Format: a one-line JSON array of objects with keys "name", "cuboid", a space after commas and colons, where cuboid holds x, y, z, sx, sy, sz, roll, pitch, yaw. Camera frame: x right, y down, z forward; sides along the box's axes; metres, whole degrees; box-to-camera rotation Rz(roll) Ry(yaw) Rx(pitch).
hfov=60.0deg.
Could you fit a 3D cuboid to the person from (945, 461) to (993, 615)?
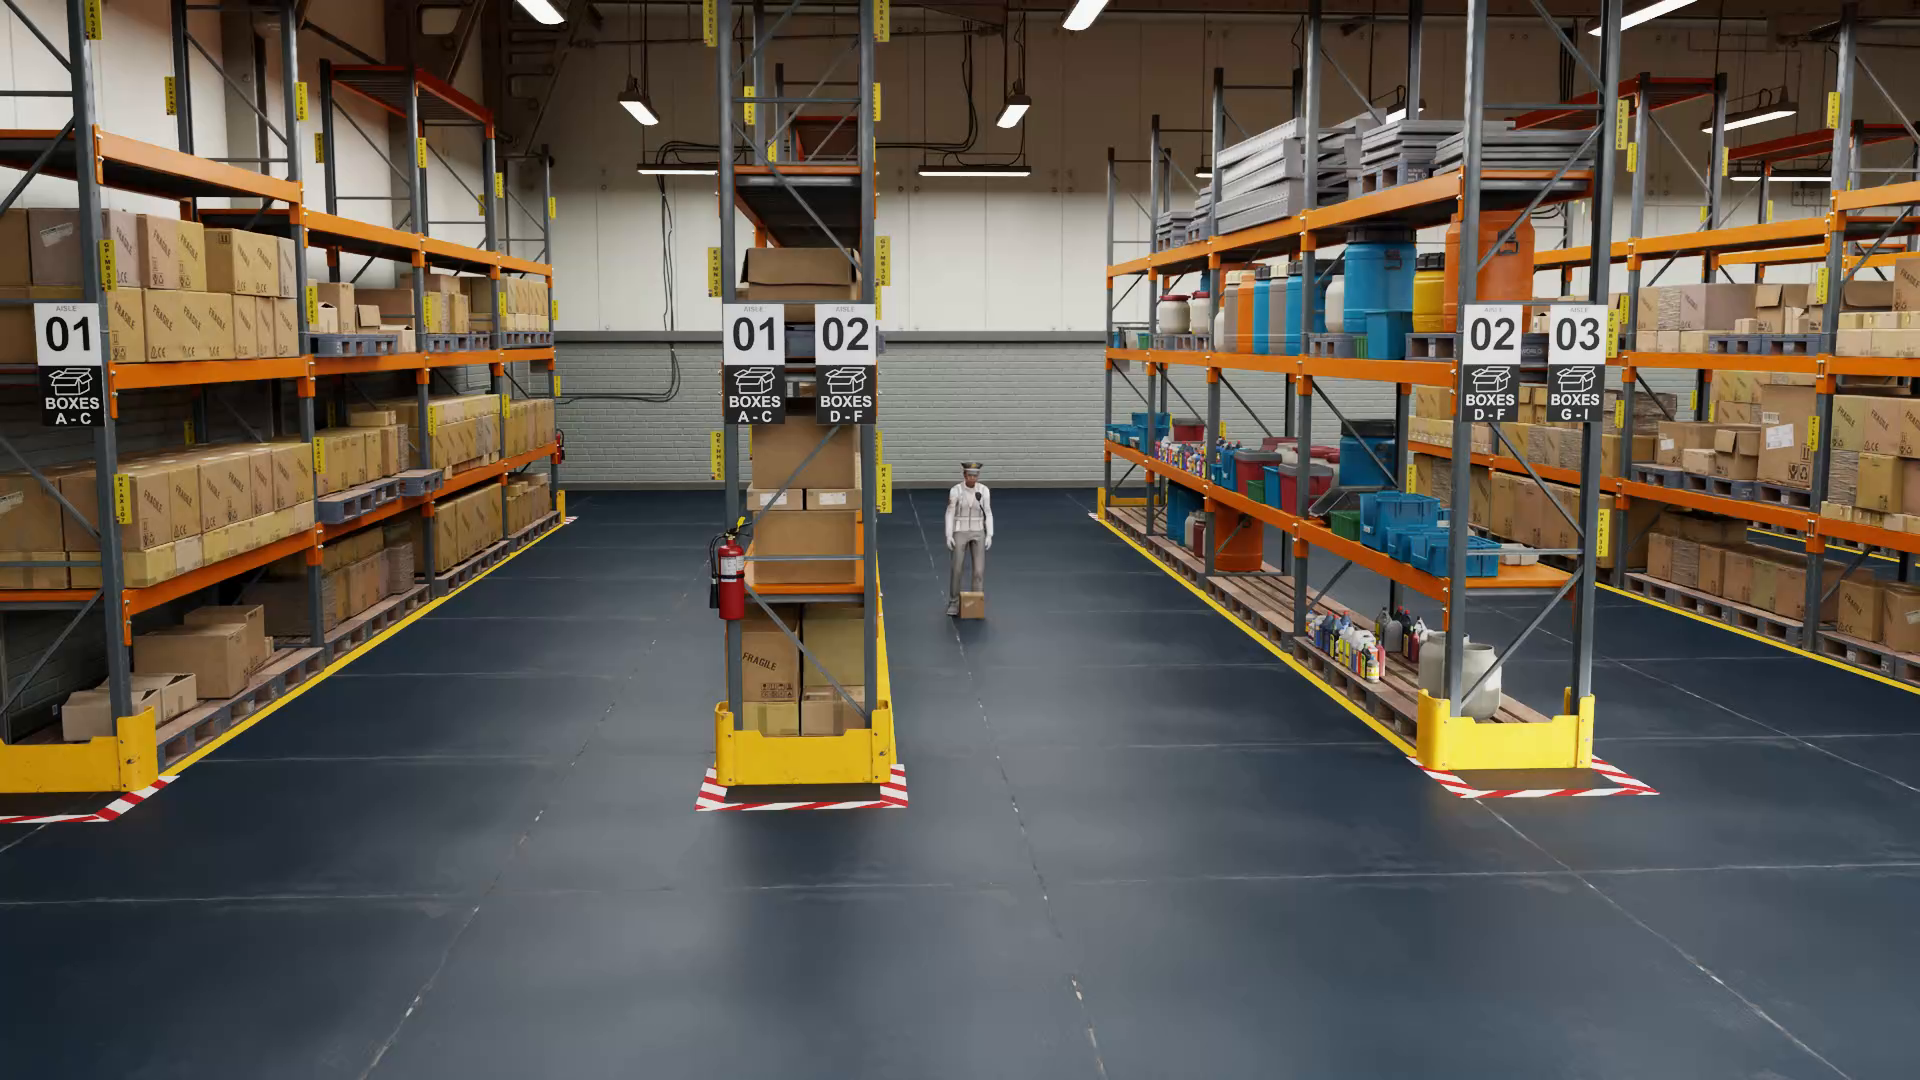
[{"name": "person", "cuboid": [0.104, -0.026, 17.952, 0.522, 1.663, 0.413, -1, 7, -6]}]
